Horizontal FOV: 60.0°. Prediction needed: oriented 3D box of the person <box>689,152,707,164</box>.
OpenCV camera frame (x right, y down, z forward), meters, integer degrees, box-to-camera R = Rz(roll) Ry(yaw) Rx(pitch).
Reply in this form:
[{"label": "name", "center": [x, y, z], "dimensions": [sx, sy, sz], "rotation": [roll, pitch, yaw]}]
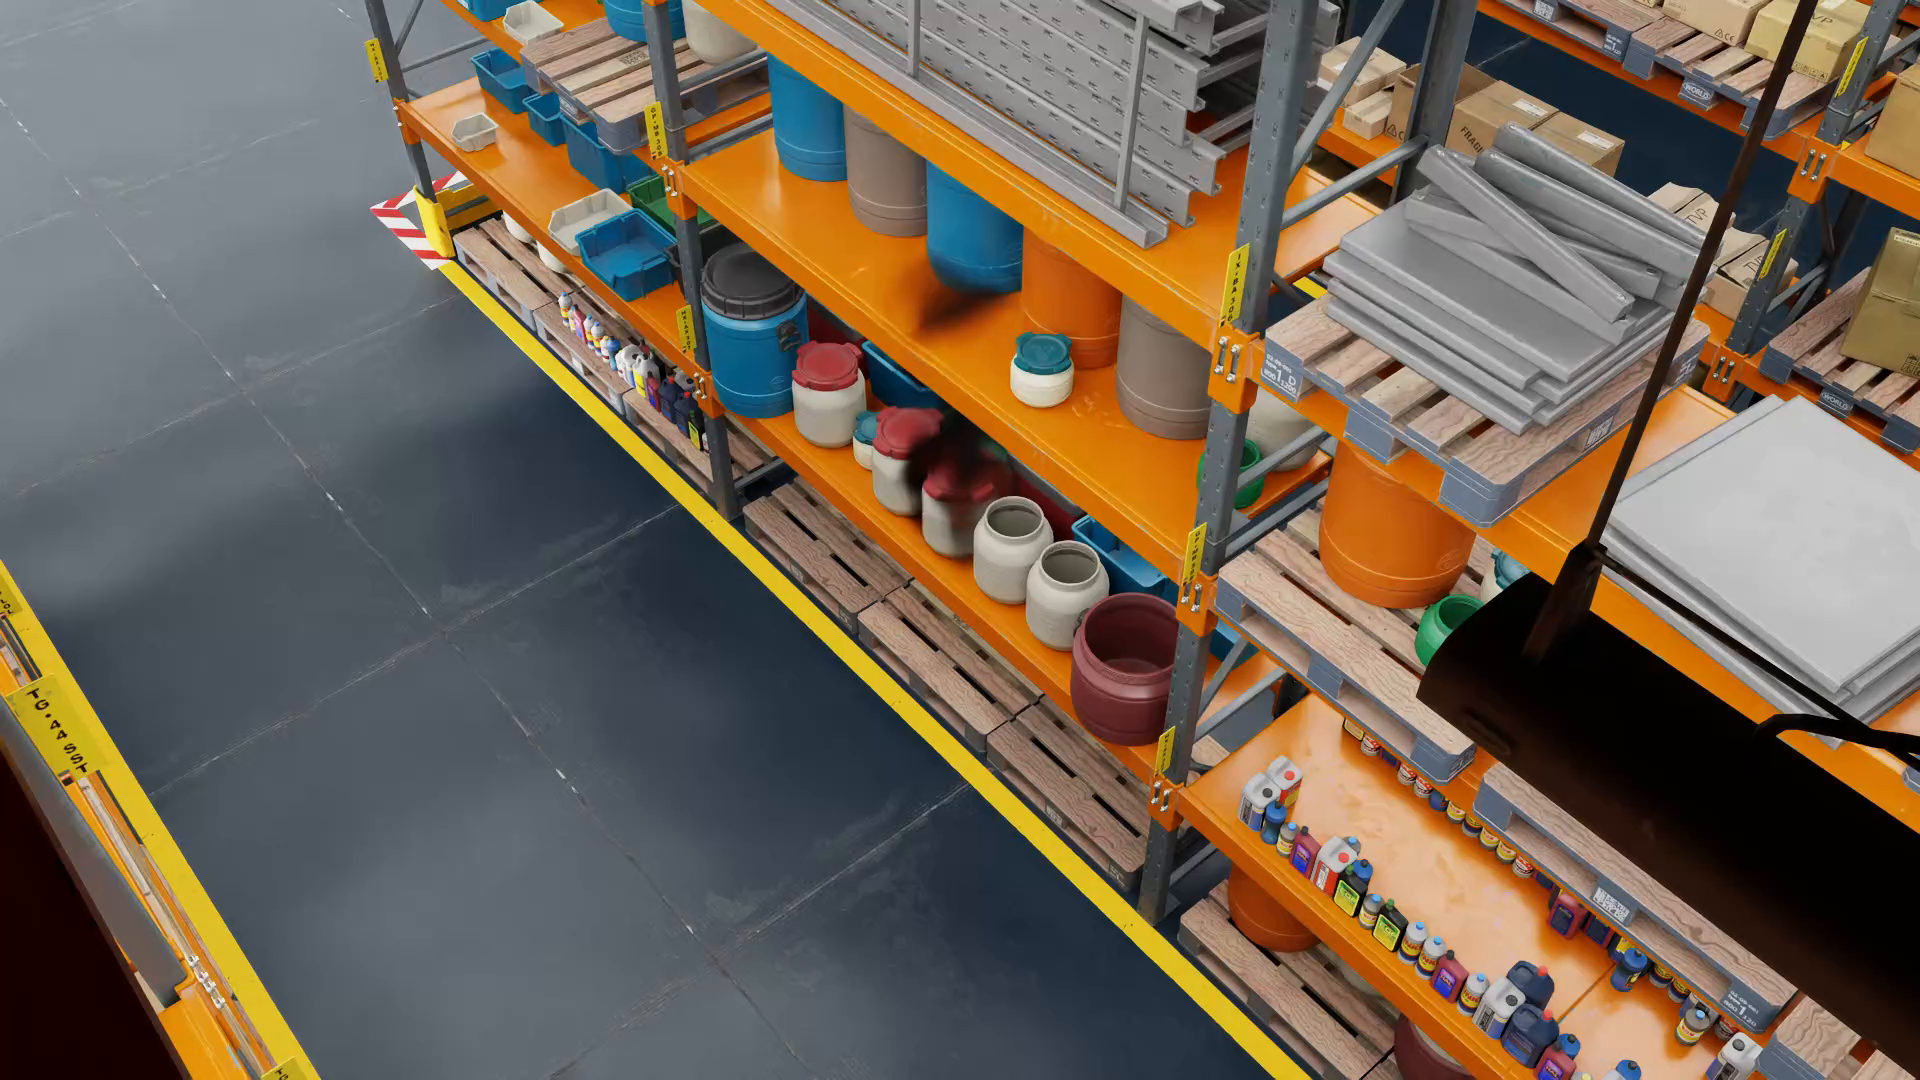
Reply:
[{"label": "person", "center": [-2.399, -3.641, 13.333], "dimensions": [0.764, 1.660, 0.544], "rotation": [23, 51, 20]}]
